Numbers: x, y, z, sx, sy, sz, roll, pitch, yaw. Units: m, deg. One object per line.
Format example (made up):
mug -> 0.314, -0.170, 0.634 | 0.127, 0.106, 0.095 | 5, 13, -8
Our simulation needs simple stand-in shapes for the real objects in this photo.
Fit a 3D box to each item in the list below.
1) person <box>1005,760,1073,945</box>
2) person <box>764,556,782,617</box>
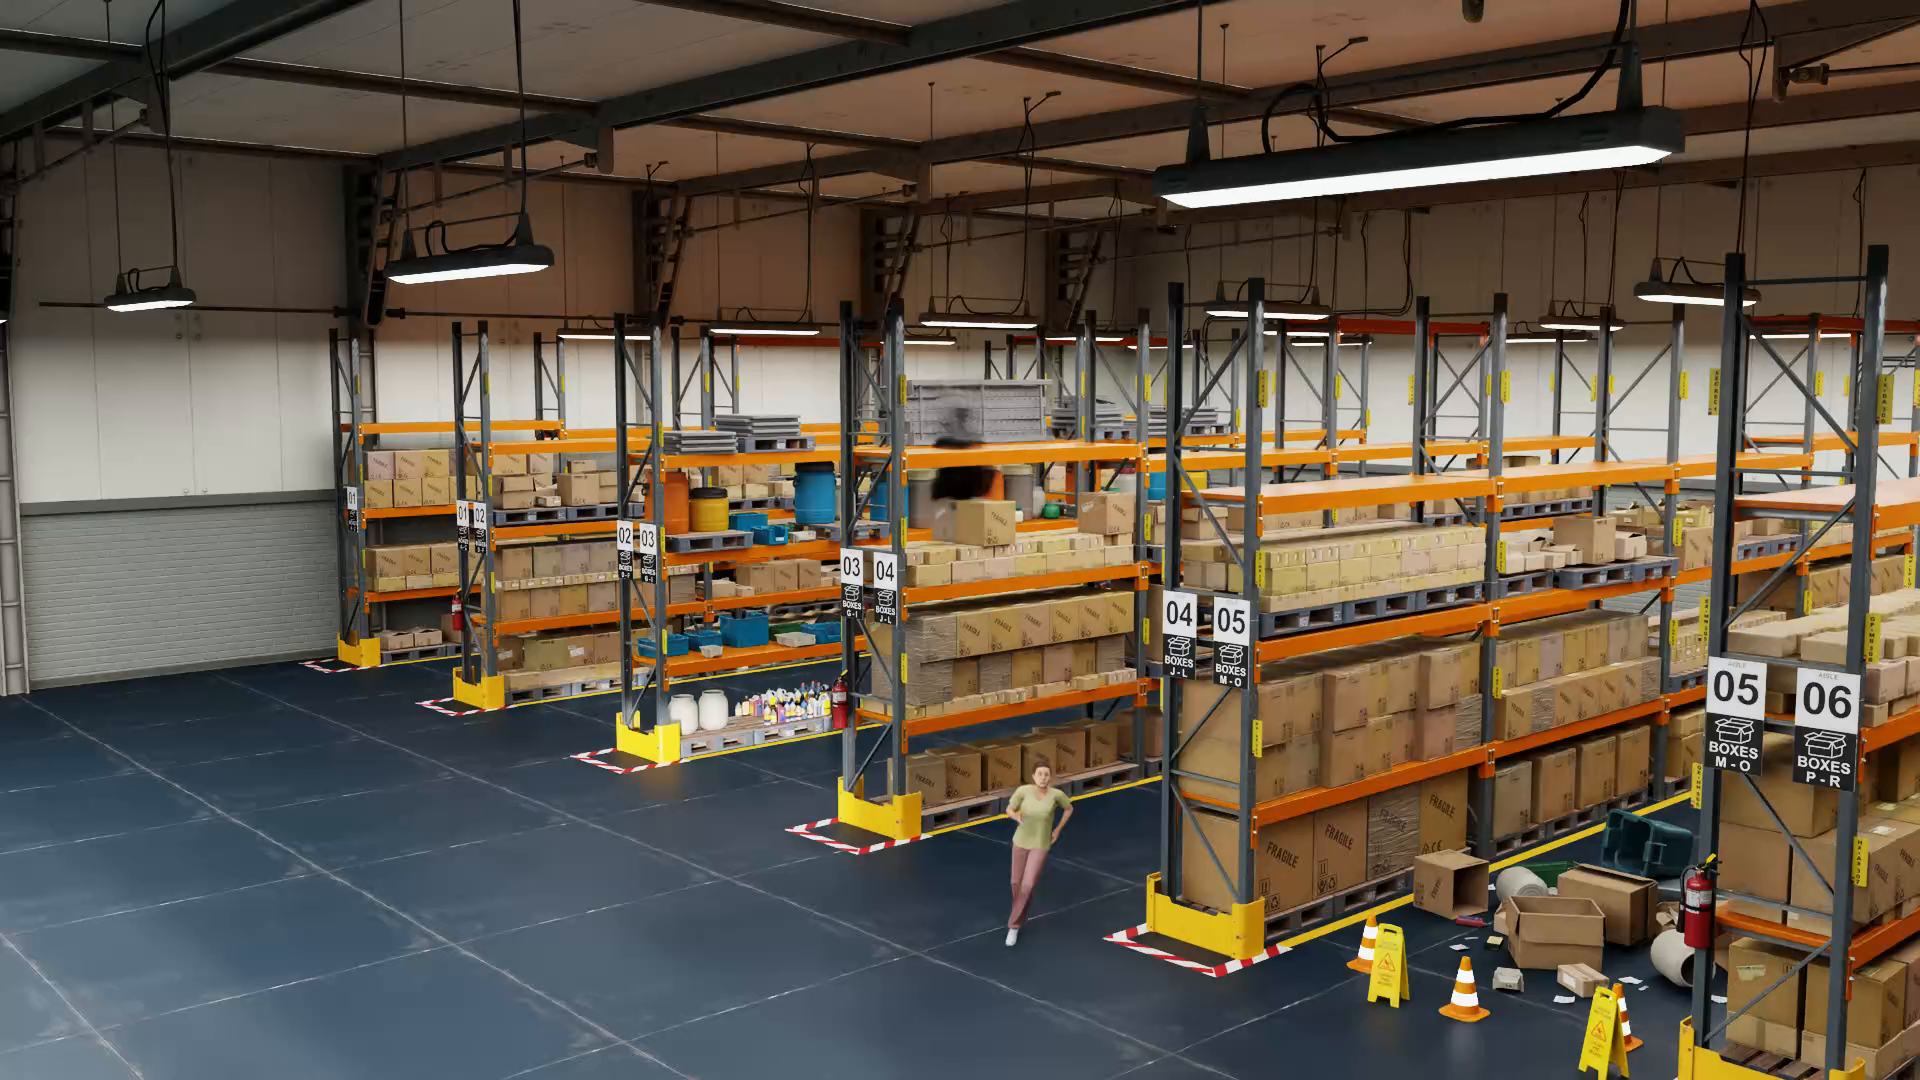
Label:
person -> 0.713, 2.840, 15.319 | 0.587, 1.684, 0.692 | 2, 6, 18
person -> -3.669, 1.098, 32.706 | 0.581, 1.646, 0.844 | 4, 7, 34
